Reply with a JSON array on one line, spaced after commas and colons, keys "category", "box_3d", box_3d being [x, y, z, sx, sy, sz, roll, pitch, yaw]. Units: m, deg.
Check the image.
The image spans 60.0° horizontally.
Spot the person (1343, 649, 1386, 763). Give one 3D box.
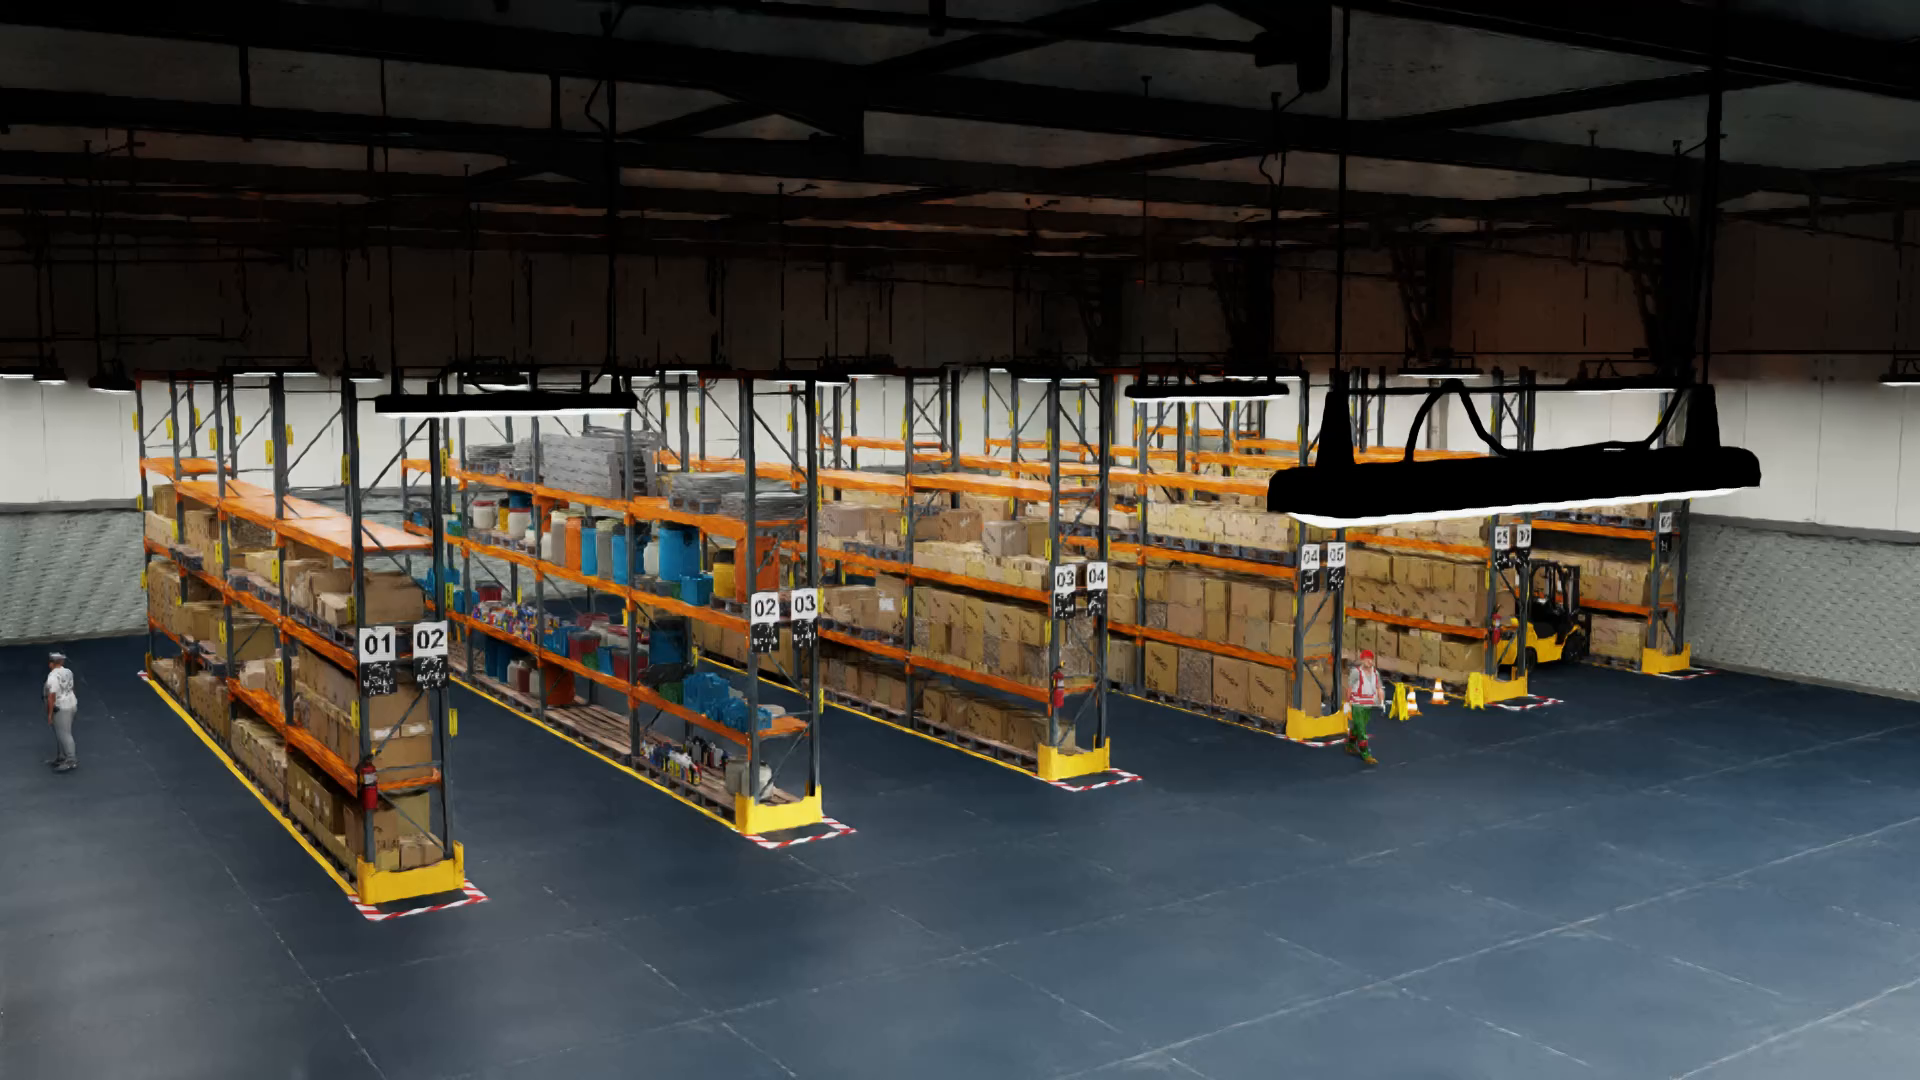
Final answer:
[{"category": "person", "box_3d": [6.295, 2.551, 25.813, 0.534, 1.725, 1.038, -3, 7, -24]}]

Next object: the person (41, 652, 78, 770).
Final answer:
[{"category": "person", "box_3d": [-13.769, 2.586, 25.386, 0.586, 1.748, 0.653, -1, 6, -5]}]
